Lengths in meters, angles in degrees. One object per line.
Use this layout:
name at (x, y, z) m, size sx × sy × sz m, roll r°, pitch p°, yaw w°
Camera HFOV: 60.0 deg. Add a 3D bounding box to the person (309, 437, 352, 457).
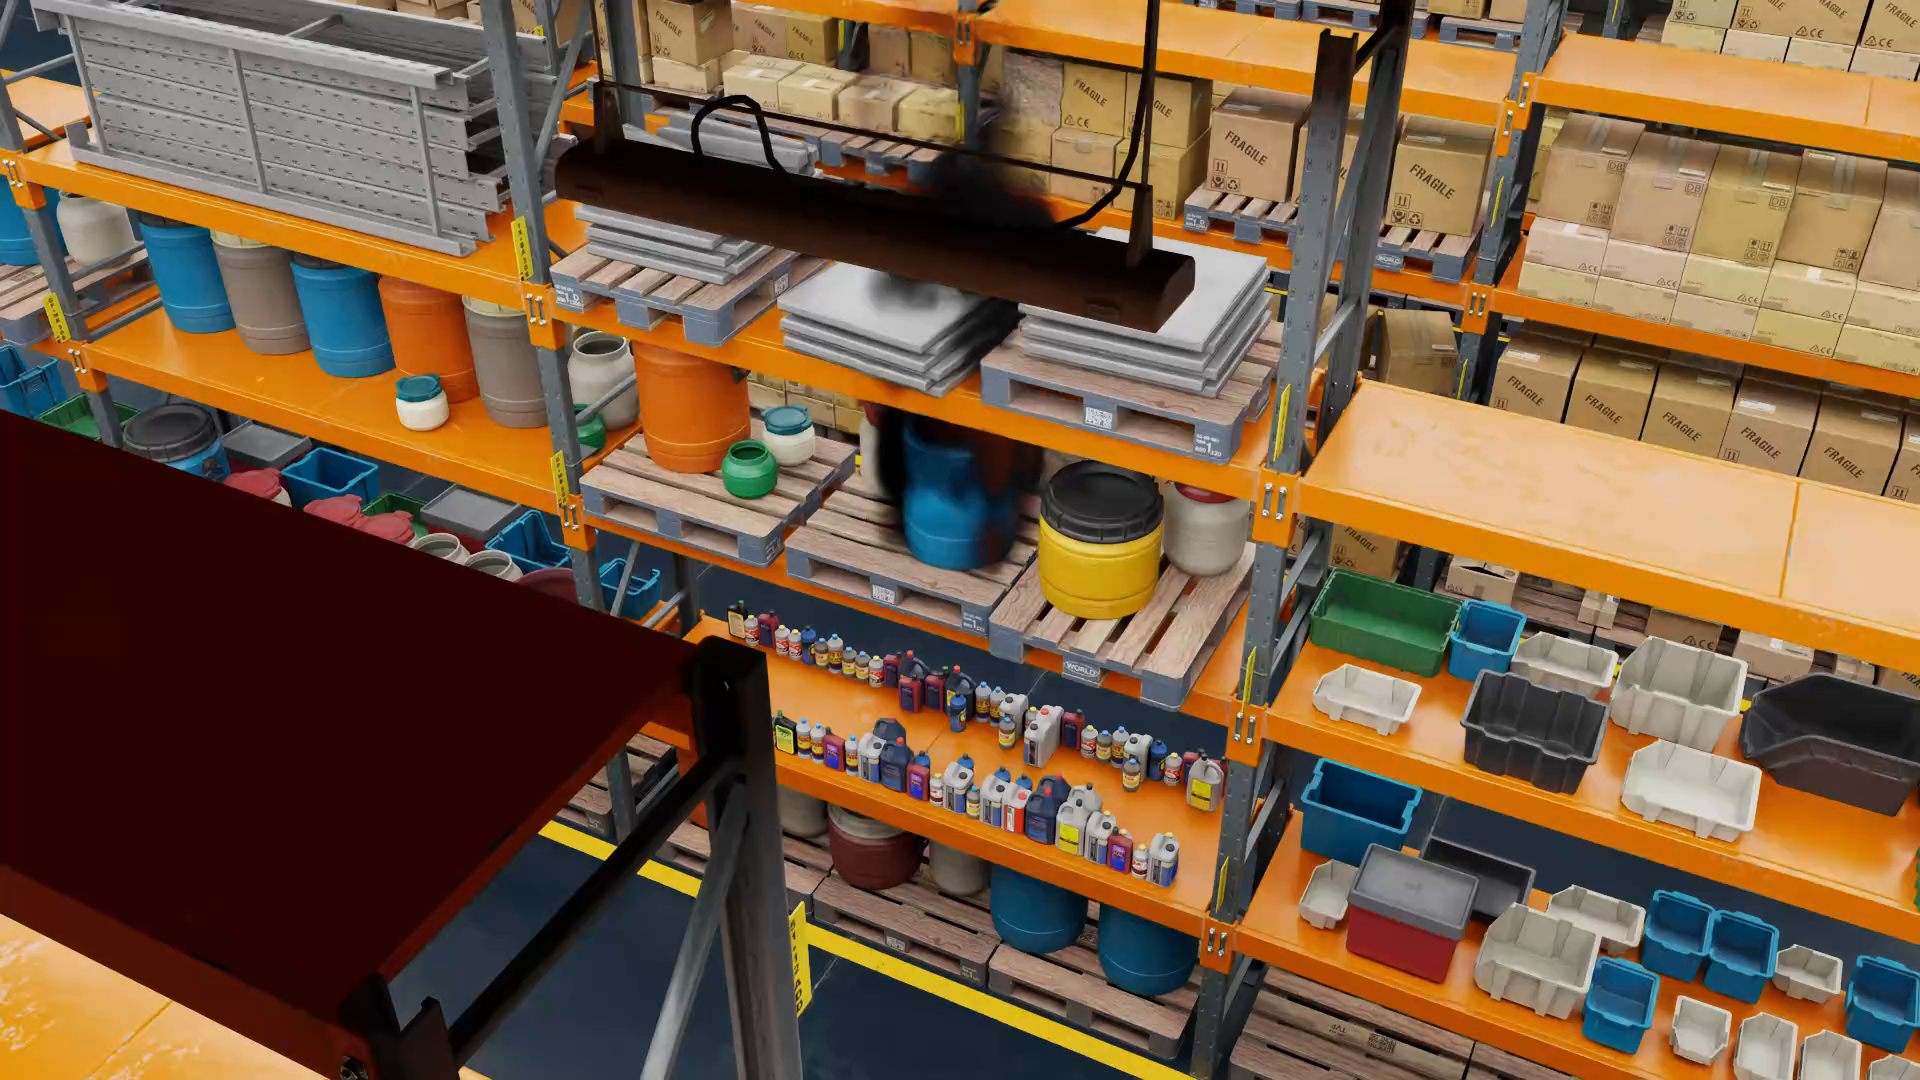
person at (-5.360, -0.934, 13.755) m, size 0.701 × 1.656 × 0.507 m, roll -22°, pitch 41°, yaw -28°
